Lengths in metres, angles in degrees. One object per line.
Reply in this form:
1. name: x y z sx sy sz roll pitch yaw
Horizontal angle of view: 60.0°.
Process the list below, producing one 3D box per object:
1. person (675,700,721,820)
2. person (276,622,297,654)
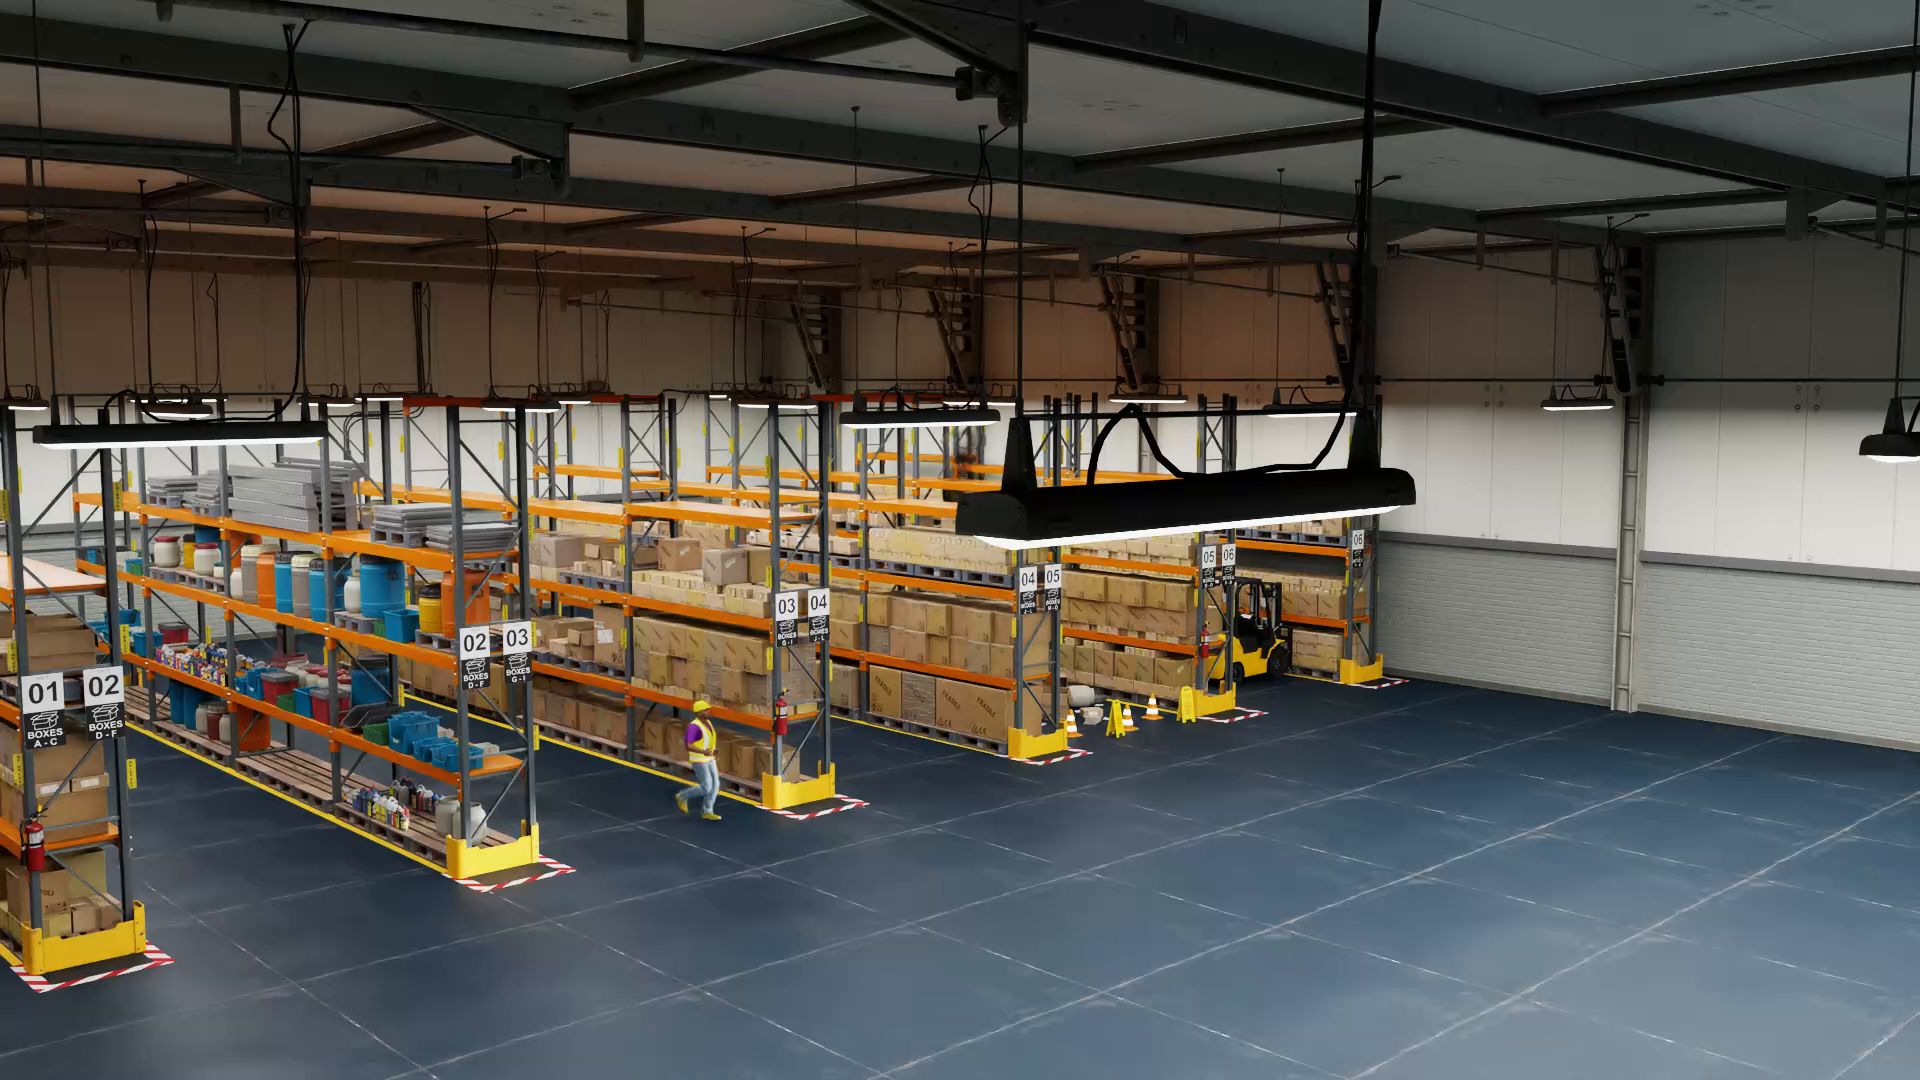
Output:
1. person: -3.742 3.160 23.915 0.687 1.728 0.699 2 6 17
2. person: -14.643 1.991 36.202 0.709 1.713 0.680 -4 7 -39
